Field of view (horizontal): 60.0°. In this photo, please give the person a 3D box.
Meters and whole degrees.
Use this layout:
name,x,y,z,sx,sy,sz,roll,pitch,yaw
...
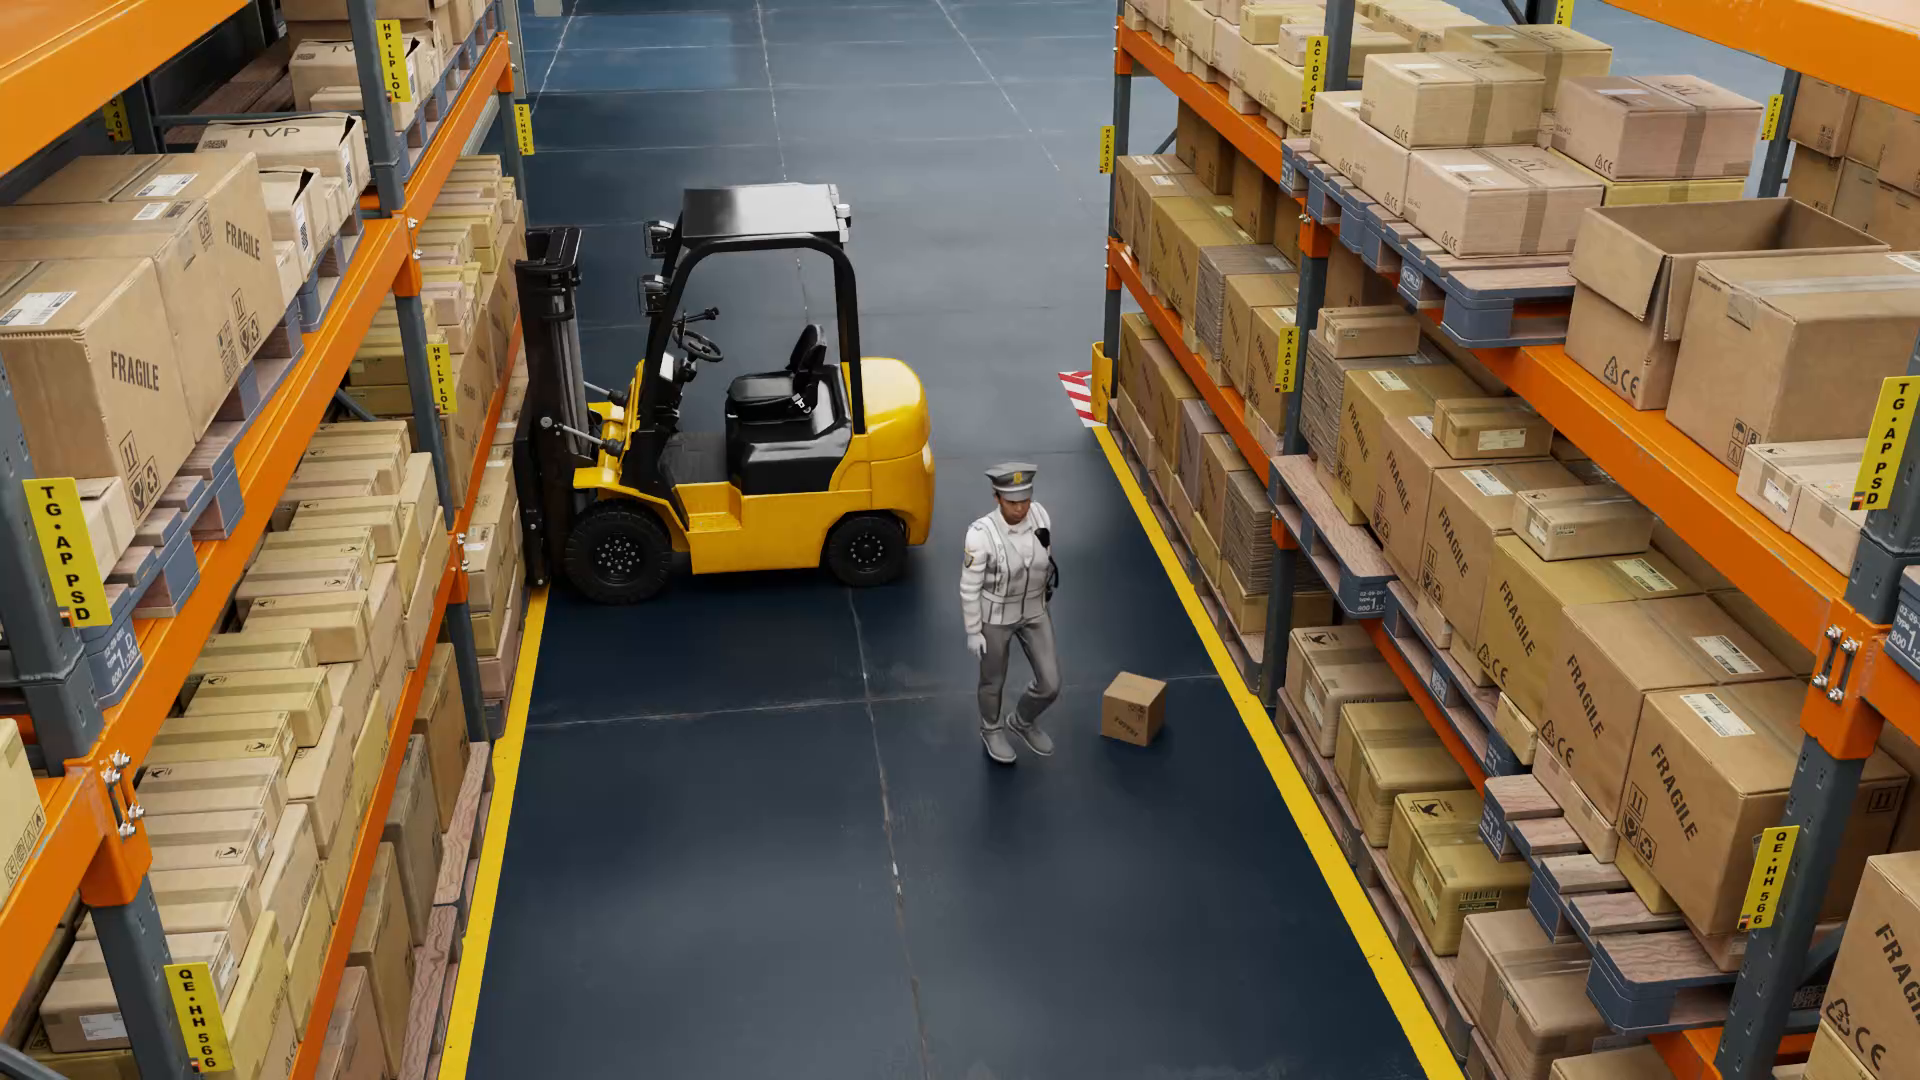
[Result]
name,x,y,z,sx,sy,sz,roll,pitch,yaw
person,0.227,0.355,7.877,0.515,1.664,0.481,-12,30,-21
